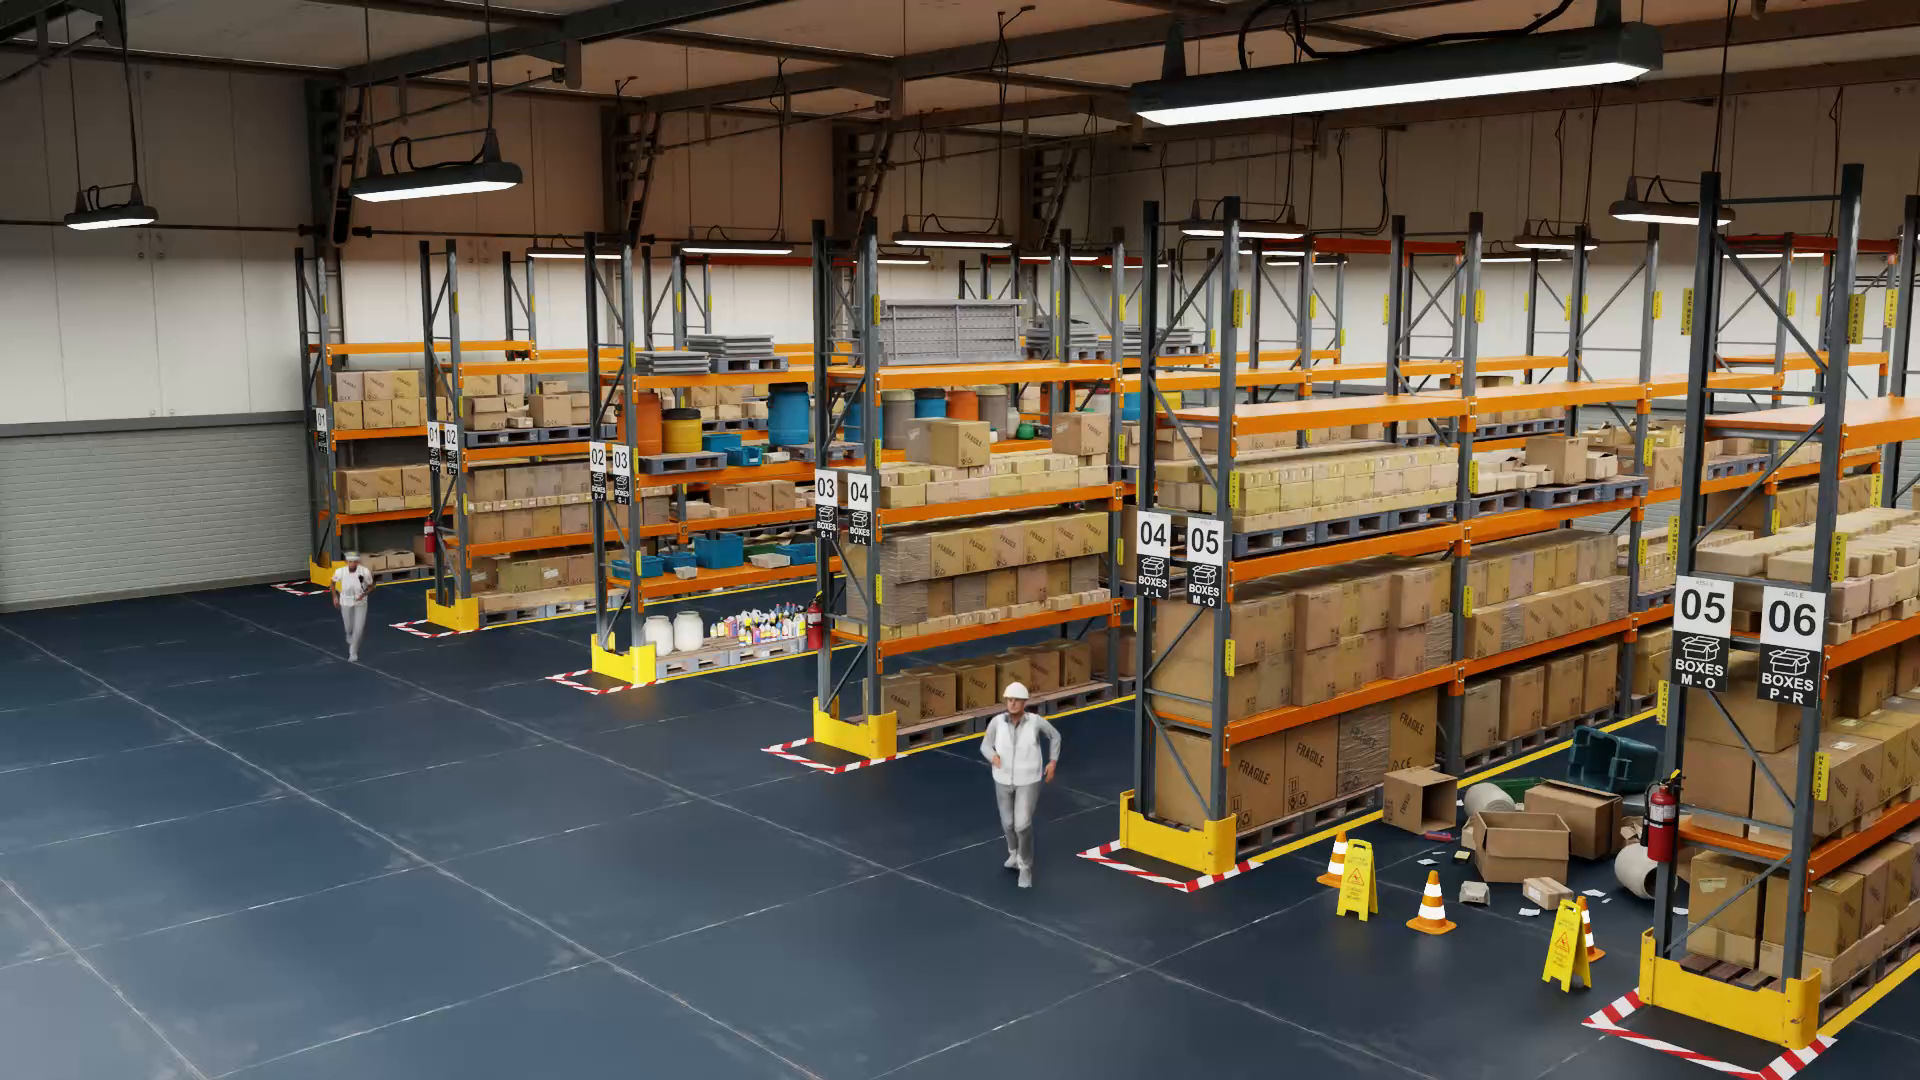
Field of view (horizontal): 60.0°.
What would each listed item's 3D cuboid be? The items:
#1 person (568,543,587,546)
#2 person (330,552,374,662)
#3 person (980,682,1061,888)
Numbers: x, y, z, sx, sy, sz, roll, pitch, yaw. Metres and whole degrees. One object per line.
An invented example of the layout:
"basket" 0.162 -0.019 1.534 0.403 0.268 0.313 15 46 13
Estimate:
"person" -6.793 -0.056 29.726 0.709 1.762 0.945 6 10 35
"person" -8.637 0.928 23.674 0.563 1.617 0.694 -4 9 -26
"person" 0.513 2.167 14.727 0.677 1.850 0.745 2 9 15
